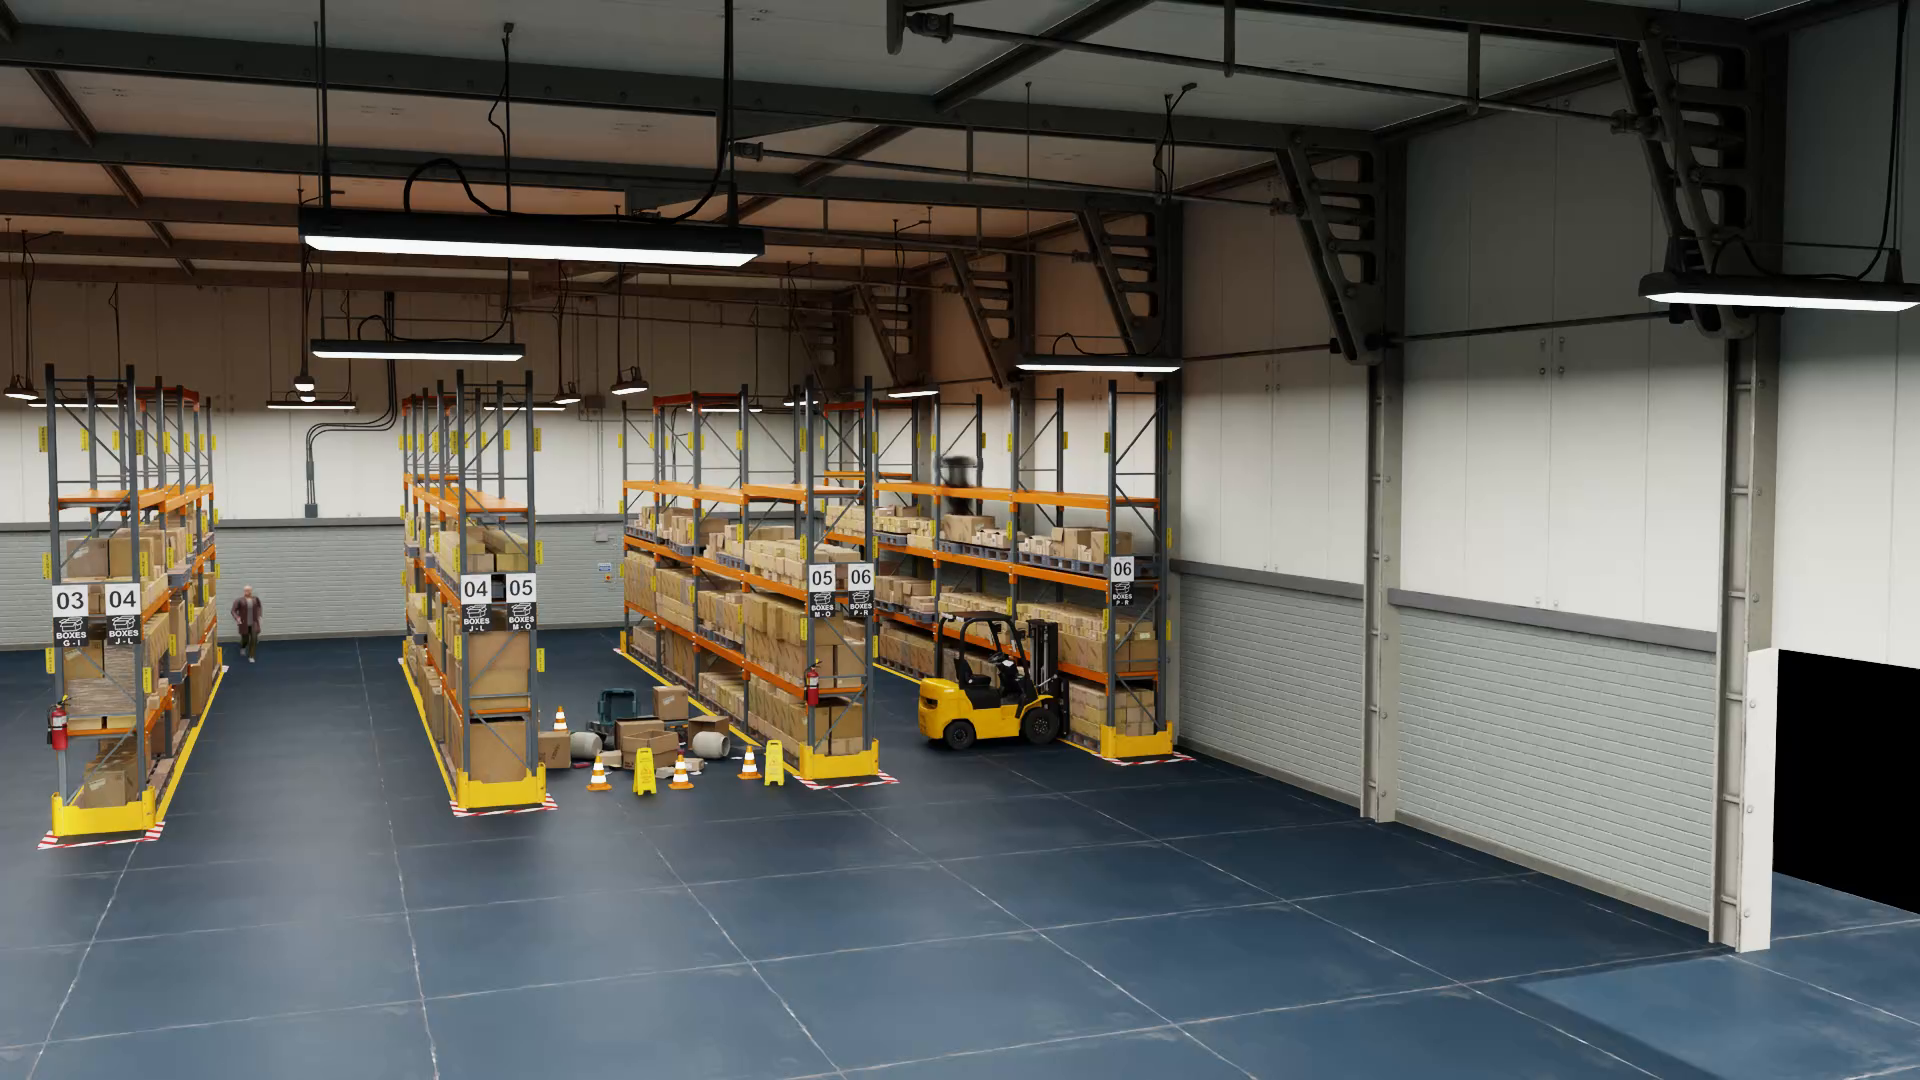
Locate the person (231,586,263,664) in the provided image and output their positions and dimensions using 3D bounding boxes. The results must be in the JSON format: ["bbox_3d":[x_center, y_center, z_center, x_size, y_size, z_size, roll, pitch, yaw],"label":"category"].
[{"bbox_3d":[-16.273,1.920,37.988,0.707,1.763,0.856,-2,4,-36],"label":"person"}]
